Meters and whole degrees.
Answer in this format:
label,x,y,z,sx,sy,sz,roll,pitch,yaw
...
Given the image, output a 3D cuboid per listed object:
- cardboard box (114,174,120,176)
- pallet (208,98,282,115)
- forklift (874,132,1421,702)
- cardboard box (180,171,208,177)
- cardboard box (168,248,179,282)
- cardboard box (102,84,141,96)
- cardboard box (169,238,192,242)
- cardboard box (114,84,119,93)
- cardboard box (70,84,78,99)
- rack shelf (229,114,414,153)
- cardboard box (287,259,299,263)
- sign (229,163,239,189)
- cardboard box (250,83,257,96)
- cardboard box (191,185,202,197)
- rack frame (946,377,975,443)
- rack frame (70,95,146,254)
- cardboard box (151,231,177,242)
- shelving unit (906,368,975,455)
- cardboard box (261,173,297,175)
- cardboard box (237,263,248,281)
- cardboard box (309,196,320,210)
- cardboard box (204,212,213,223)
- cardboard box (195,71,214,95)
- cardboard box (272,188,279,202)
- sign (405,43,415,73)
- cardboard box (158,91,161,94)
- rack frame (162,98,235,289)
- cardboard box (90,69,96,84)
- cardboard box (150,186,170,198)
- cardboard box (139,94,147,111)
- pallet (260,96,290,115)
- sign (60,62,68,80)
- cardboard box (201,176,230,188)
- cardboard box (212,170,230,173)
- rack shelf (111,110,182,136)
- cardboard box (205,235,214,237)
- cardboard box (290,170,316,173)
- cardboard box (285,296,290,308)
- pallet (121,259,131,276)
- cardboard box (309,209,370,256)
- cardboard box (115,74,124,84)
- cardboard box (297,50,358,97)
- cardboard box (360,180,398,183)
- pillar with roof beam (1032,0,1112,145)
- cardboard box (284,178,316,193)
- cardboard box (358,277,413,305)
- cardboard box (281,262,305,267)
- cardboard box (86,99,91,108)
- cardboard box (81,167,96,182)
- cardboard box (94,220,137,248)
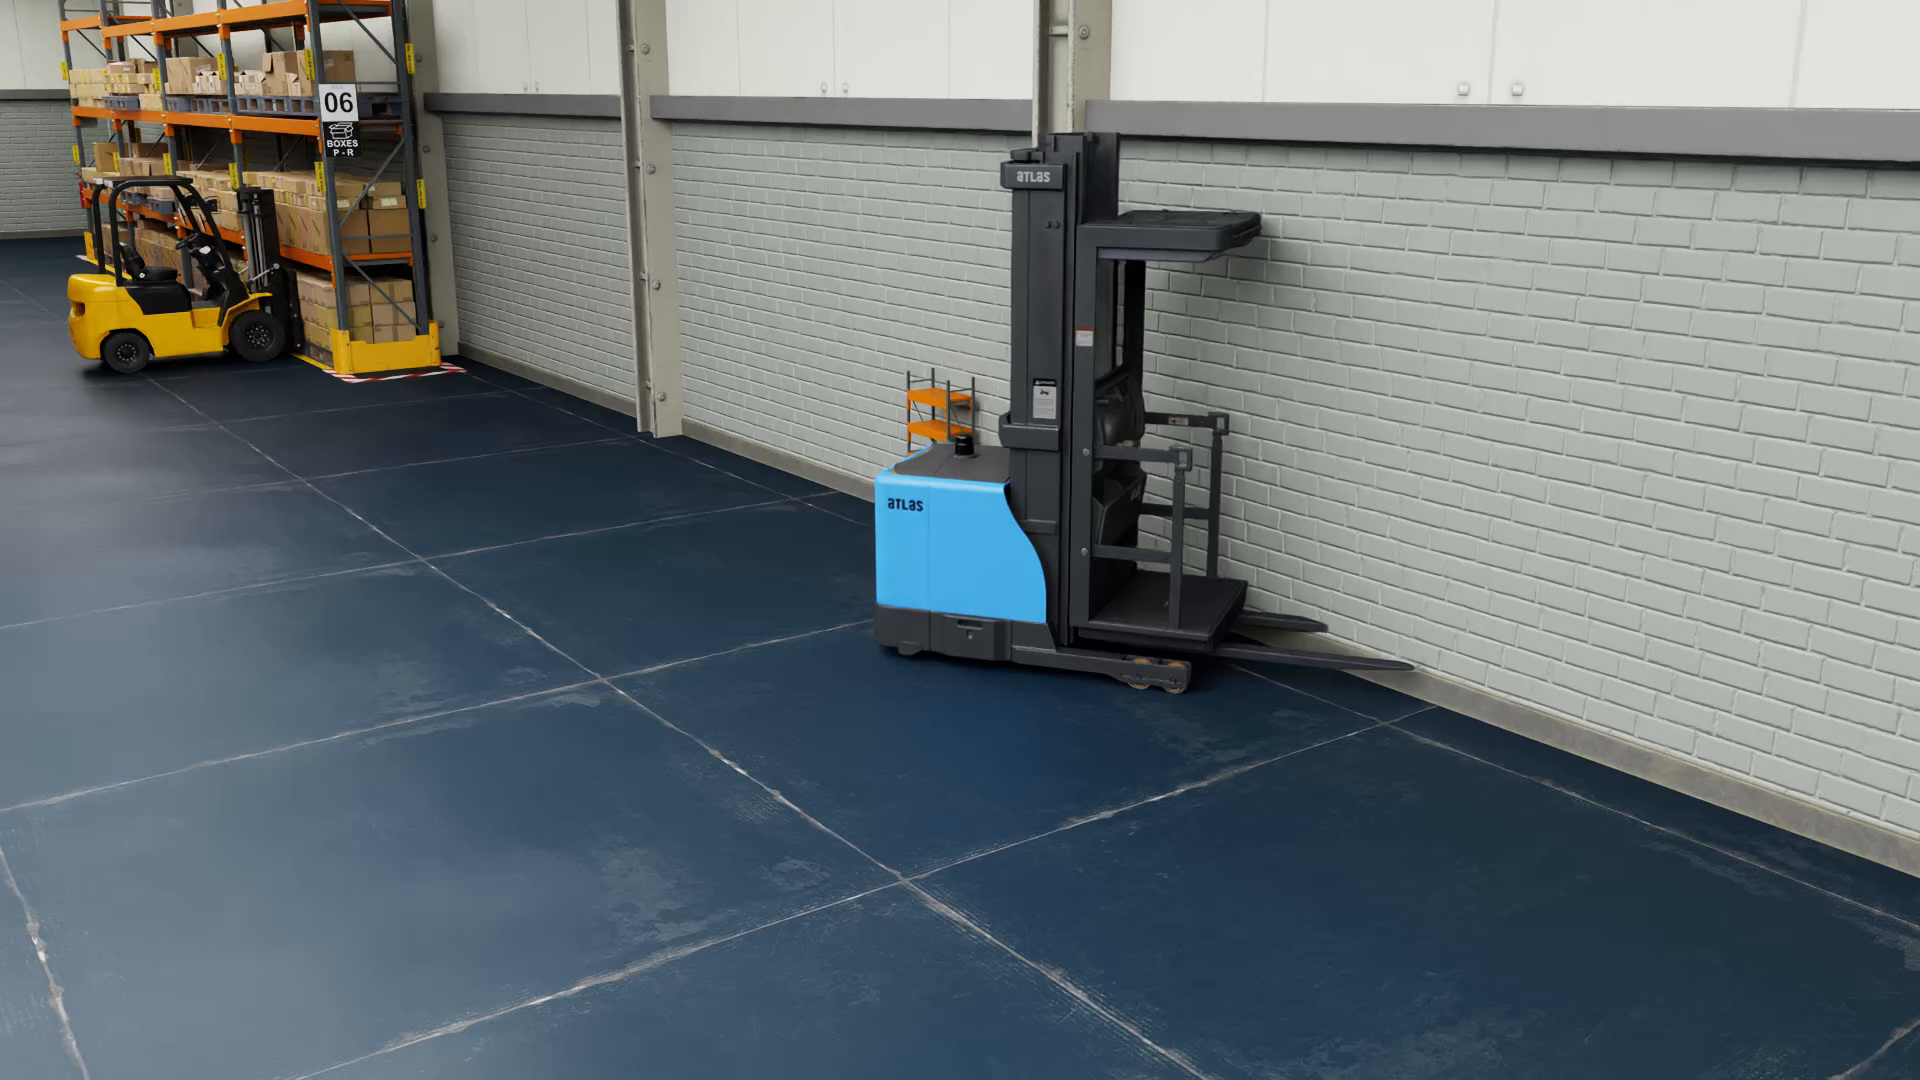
label,x,y,z,sx,sy,sz,roll,pitch,yaw
cardboard box,-14.239,-6.166,28.642,0.500,0.250,0.500,-10,18,-33
pallet,-9.568,-5.856,22.471,0.805,0.209,1.217,-12,19,-37
forklift,1.018,-0.706,9.103,3.031,2.935,1.130,9,18,31
cardboard box,-11.283,-5.360,24.559,0.380,0.149,0.250,-10,18,-33
cardboard box,-12.099,-4.332,26.160,0.500,0.500,0.500,-11,19,-35
cardboard box,-14.229,-7.606,28.221,0.500,0.250,0.500,-11,19,-34
cardboard box,-12.191,-4.662,26.138,0.380,0.149,0.250,-12,19,-36
cardboard box,-13.457,-7.308,26.902,0.380,0.149,0.250,-11,19,-34
cardboard box,-16.055,-8.258,30.606,0.500,0.250,0.500,-11,19,-35
rack shelf,-7.863,-4.988,20.299,1.077,0.370,4.000,-11,19,-35
cardboard box,-8.593,-3.599,22.062,0.500,0.250,0.500,-10,18,-33
sign,-9.472,-4.749,21.703,0.100,0.325,0.005,-11,19,-35
cardboard box,-8.569,-5.585,20.607,0.380,0.149,0.250,-10,18,-33
cardboard box,-10.741,-4.984,23.941,0.500,0.250,0.500,-11,19,-36
rack frame,0.006,-0.554,11.827,0.240,1.200,0.015,-11,19,-35
rack frame,-16.094,-6.878,31.523,1.000,3.000,0.127,-11,19,-35
cardboard box,-13.072,-5.000,27.372,0.380,0.149,0.250,-11,19,-35
shelving unit,-0.139,-0.606,12.016,0.258,1.200,0.503,-11,19,-35
cardboard box,-8.707,-4.611,21.259,0.380,0.149,0.250,-11,19,-36
cardboard box,-9.354,-3.482,22.819,0.875,0.625,0.625,-10,18,-32
cardboard box,-7.292,-3.903,19.235,0.380,0.149,0.250,-11,18,-34
cardboard box,-10.424,-4.636,23.618,0.500,0.250,0.500,-10,18,-33
cardboard box,-10.113,-6.250,22.733,0.500,0.311,0.500,-12,19,-36
cardboard box,-8.335,-4.290,20.649,0.380,0.149,0.250,-12,19,-36
sign,-6.234,-5.453,18.828,0.100,0.325,0.005,-11,19,-35
cardboard box,-11.930,-6.833,25.206,0.380,0.149,0.250,-11,19,-36
rack frame,-11.391,-5.169,25.281,1.000,3.000,0.127,-11,19,-35
cardboard box,-14.831,-8.070,28.969,0.500,0.250,0.500,-10,18,-34
cardboard box,-12.273,-5.475,25.885,0.500,0.250,0.500,-12,19,-37
cardboard box,-12.479,-6.830,25.950,0.500,0.250,0.500,-11,19,-35
pallet,-7.803,-5.281,20.174,1.003,0.211,1.213,-11,19,-35
sign,-16.533,-8.662,30.704,0.100,0.325,0.005,-11,19,-35
cardboard box,-10.413,-5.028,23.345,0.380,0.149,0.250,-11,19,-36
cardboard box,-11.036,-5.492,25.043,0.380,0.149,0.250,-10,18,-33
rack shelf,-12.566,-6.696,26.541,1.077,0.370,4.000,-11,19,-35
cardboard box,-11.875,-4.813,26.690,0.380,0.149,0.250,-12,19,-37
cardboard box,-8.607,-4.799,21.945,0.380,0.149,0.250,-11,19,-34
cardboard box,-8.124,-2.957,20.665,0.500,0.250,0.500,-11,19,-35
pallet,-14.145,-4.825,29.307,1.003,0.211,1.213,-11,19,-35
cardboard box,-7.189,-3.574,19.262,0.500,0.500,0.500,-11,19,-36
cardboard box,-13.420,-7.454,26.874,0.380,0.149,0.250,-11,19,-35
cardboard box,-7.144,-5.264,18.769,0.500,0.500,0.500,-10,18,-33
cardboard box,-6.817,-4.137,19.528,0.380,0.149,0.250,-10,18,-33
pillar with roof beam,-2.794,-3.413,7.499,9.100,9.000,0.400,-11,19,-35
cardboard box,-7.899,-4.266,20.001,0.380,0.149,0.250,-10,18,-33
cardboard box,-6.816,-2.952,19.698,0.500,0.250,0.500,-11,19,-35
cardboard box,-8.716,-3.411,21.376,0.500,0.250,0.500,-11,19,-34
cardboard box,-15.272,-7.757,29.528,0.380,0.149,0.250,-11,19,-34
cardboard box,-16.045,-6.810,30.997,0.500,0.250,0.500,-11,19,-34
cardboard box,-15.811,-5.731,31.266,0.797,0.503,0.637,-12,19,-37
